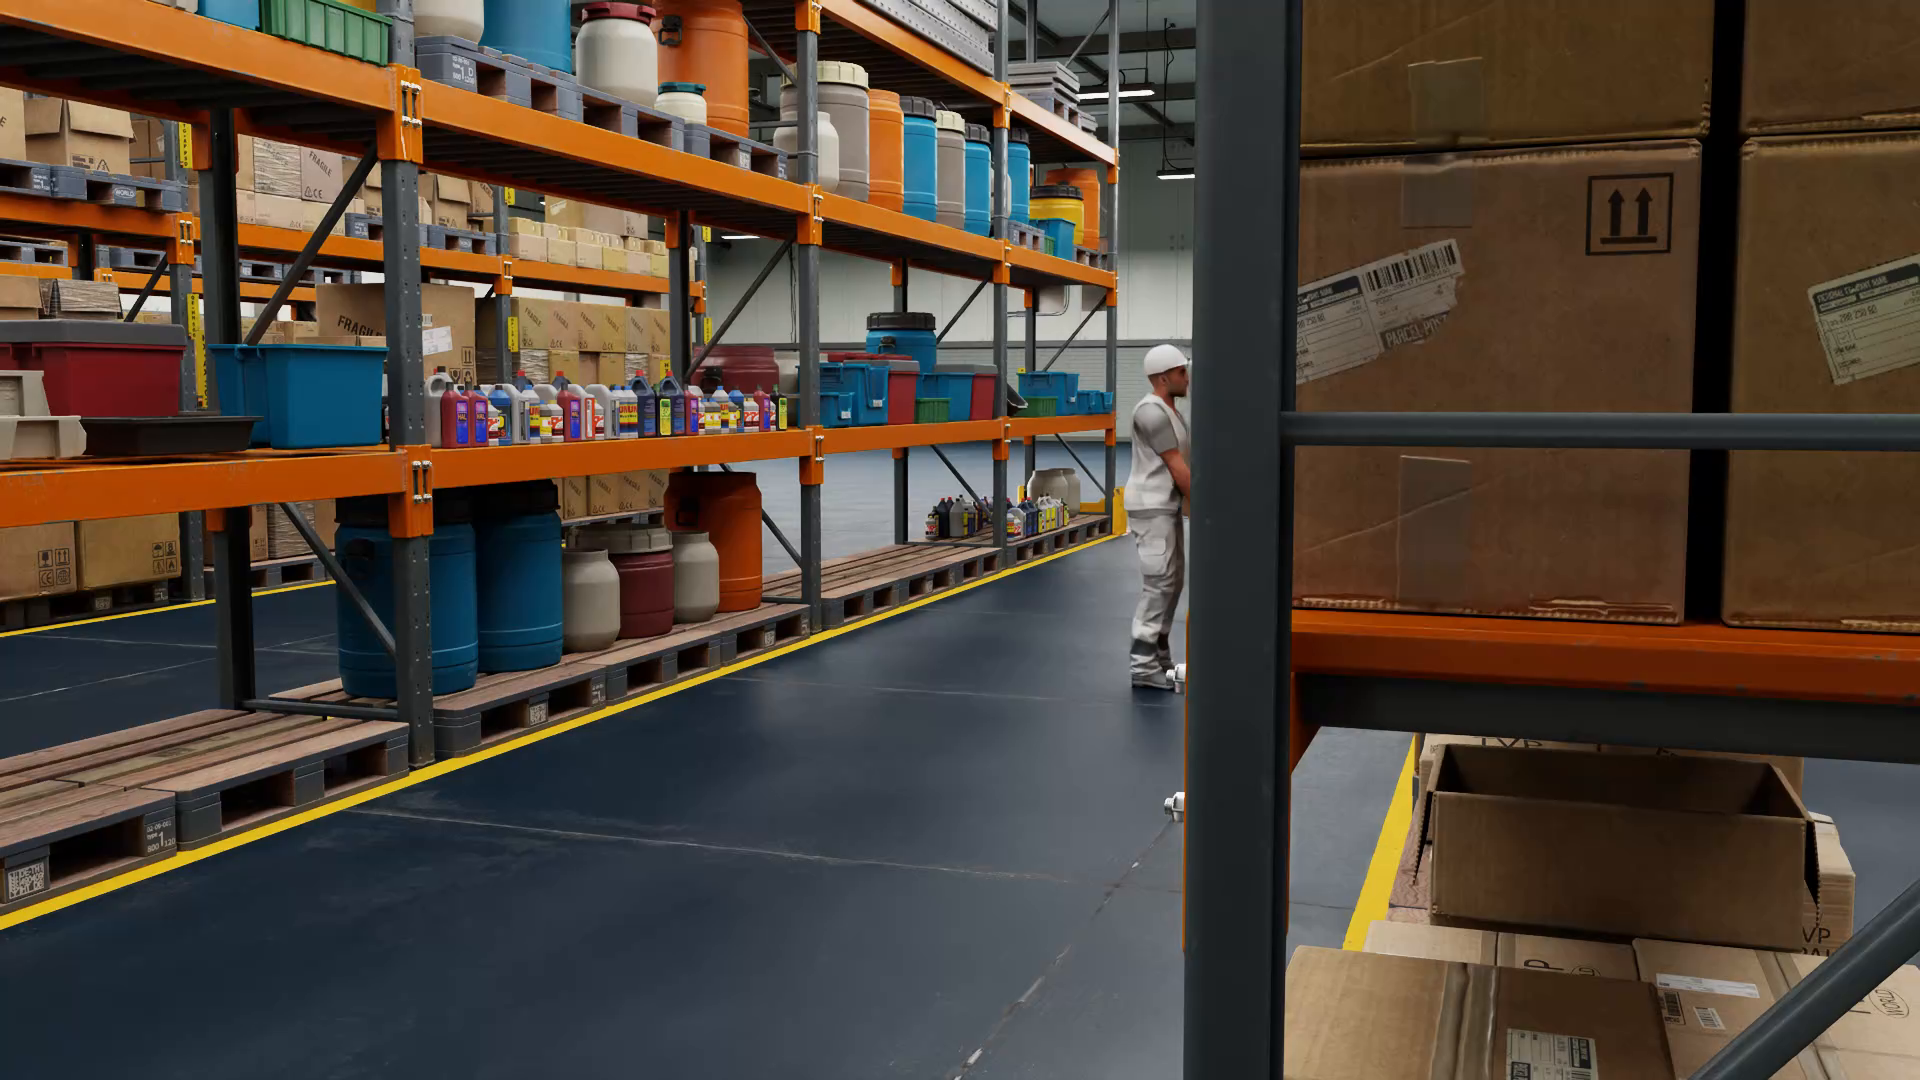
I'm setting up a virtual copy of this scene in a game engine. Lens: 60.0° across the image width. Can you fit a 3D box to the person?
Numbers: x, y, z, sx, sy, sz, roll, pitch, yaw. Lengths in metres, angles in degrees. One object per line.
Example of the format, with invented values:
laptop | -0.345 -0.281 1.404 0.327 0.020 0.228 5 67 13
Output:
person | 1.148 -0.126 8.717 0.565 1.785 0.495 2 5 18
